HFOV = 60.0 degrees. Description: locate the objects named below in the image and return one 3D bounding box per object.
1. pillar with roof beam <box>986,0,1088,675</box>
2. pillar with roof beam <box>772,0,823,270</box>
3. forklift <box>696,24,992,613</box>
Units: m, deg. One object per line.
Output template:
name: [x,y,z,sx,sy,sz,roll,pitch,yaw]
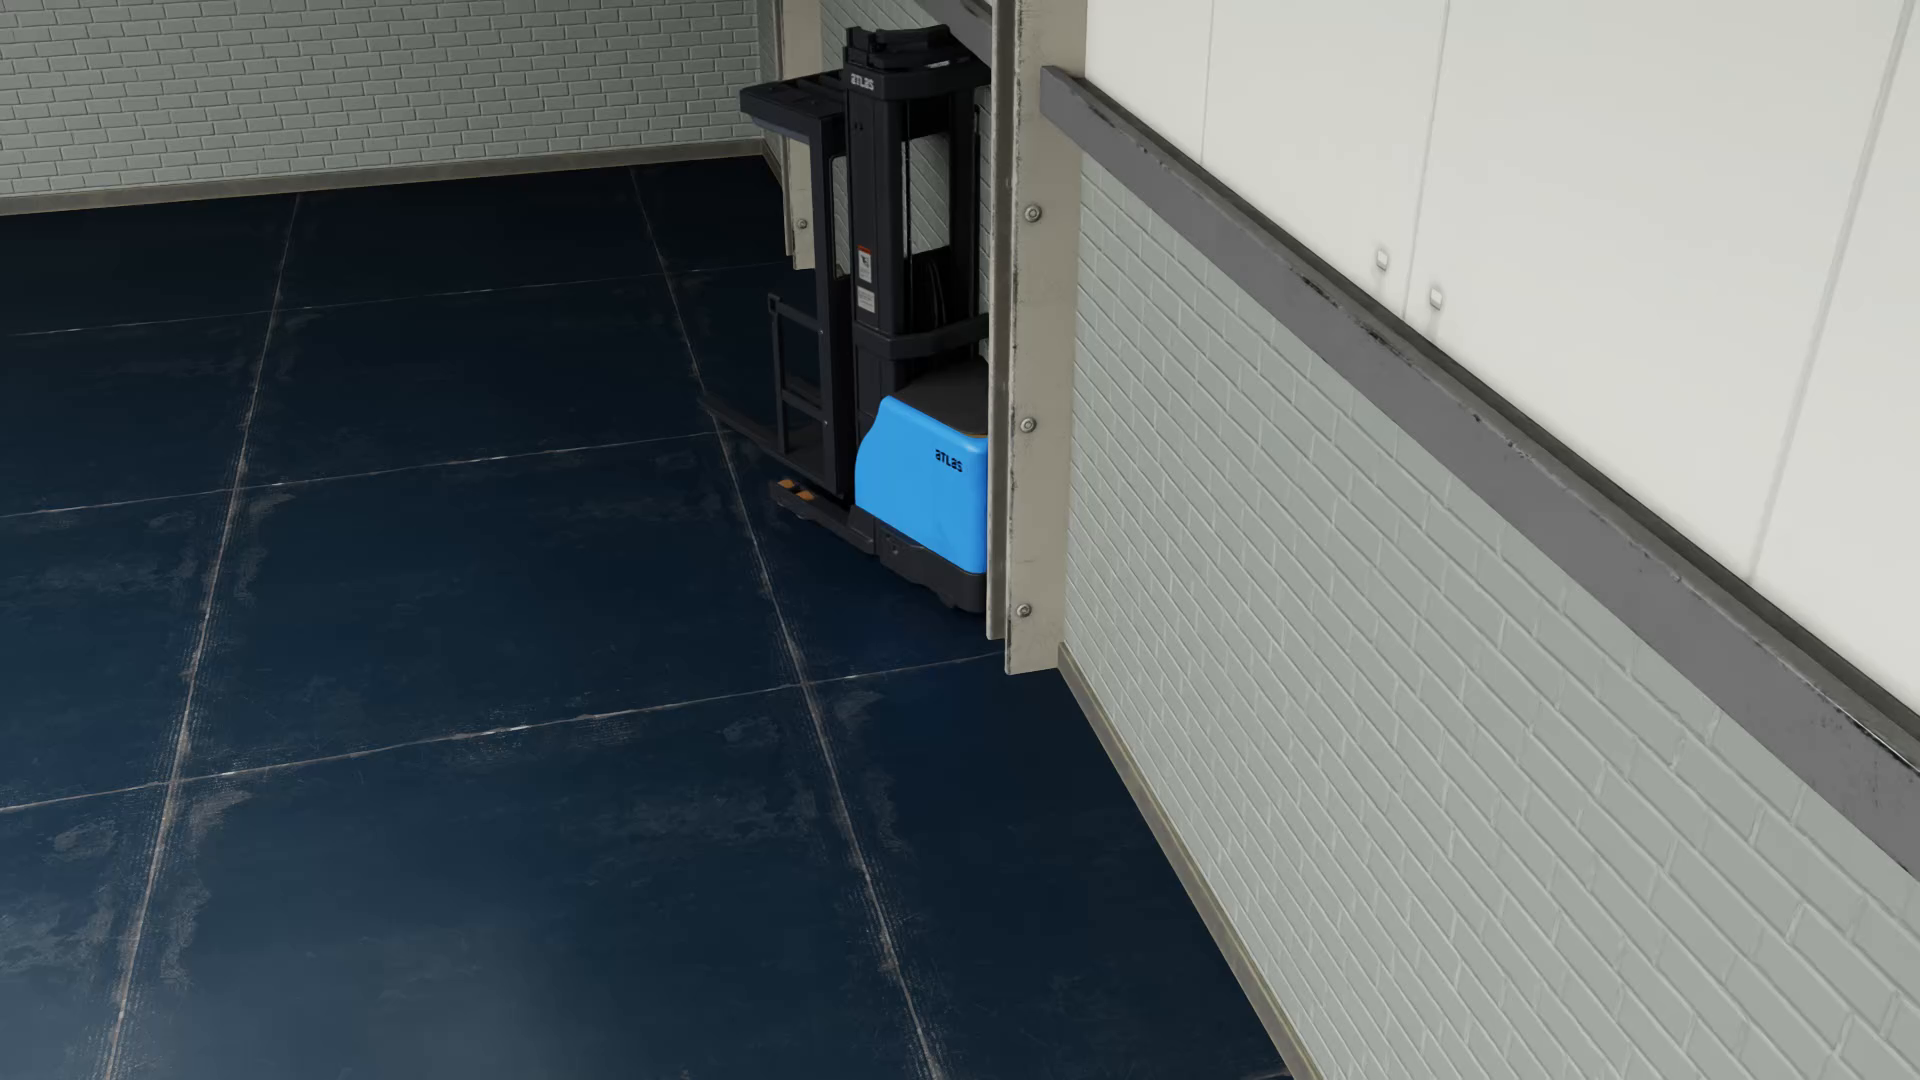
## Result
pillar with roof beam: [-3.811,-2.744,5.507,9.100,9.000,0.400,-8,31,-13]
pillar with roof beam: [-5.403,-5.641,10.514,9.100,9.000,0.400,-8,31,-13]
forklift: [-0.500,-1.540,9.485,1.130,2.935,3.031,-23,37,-34]
